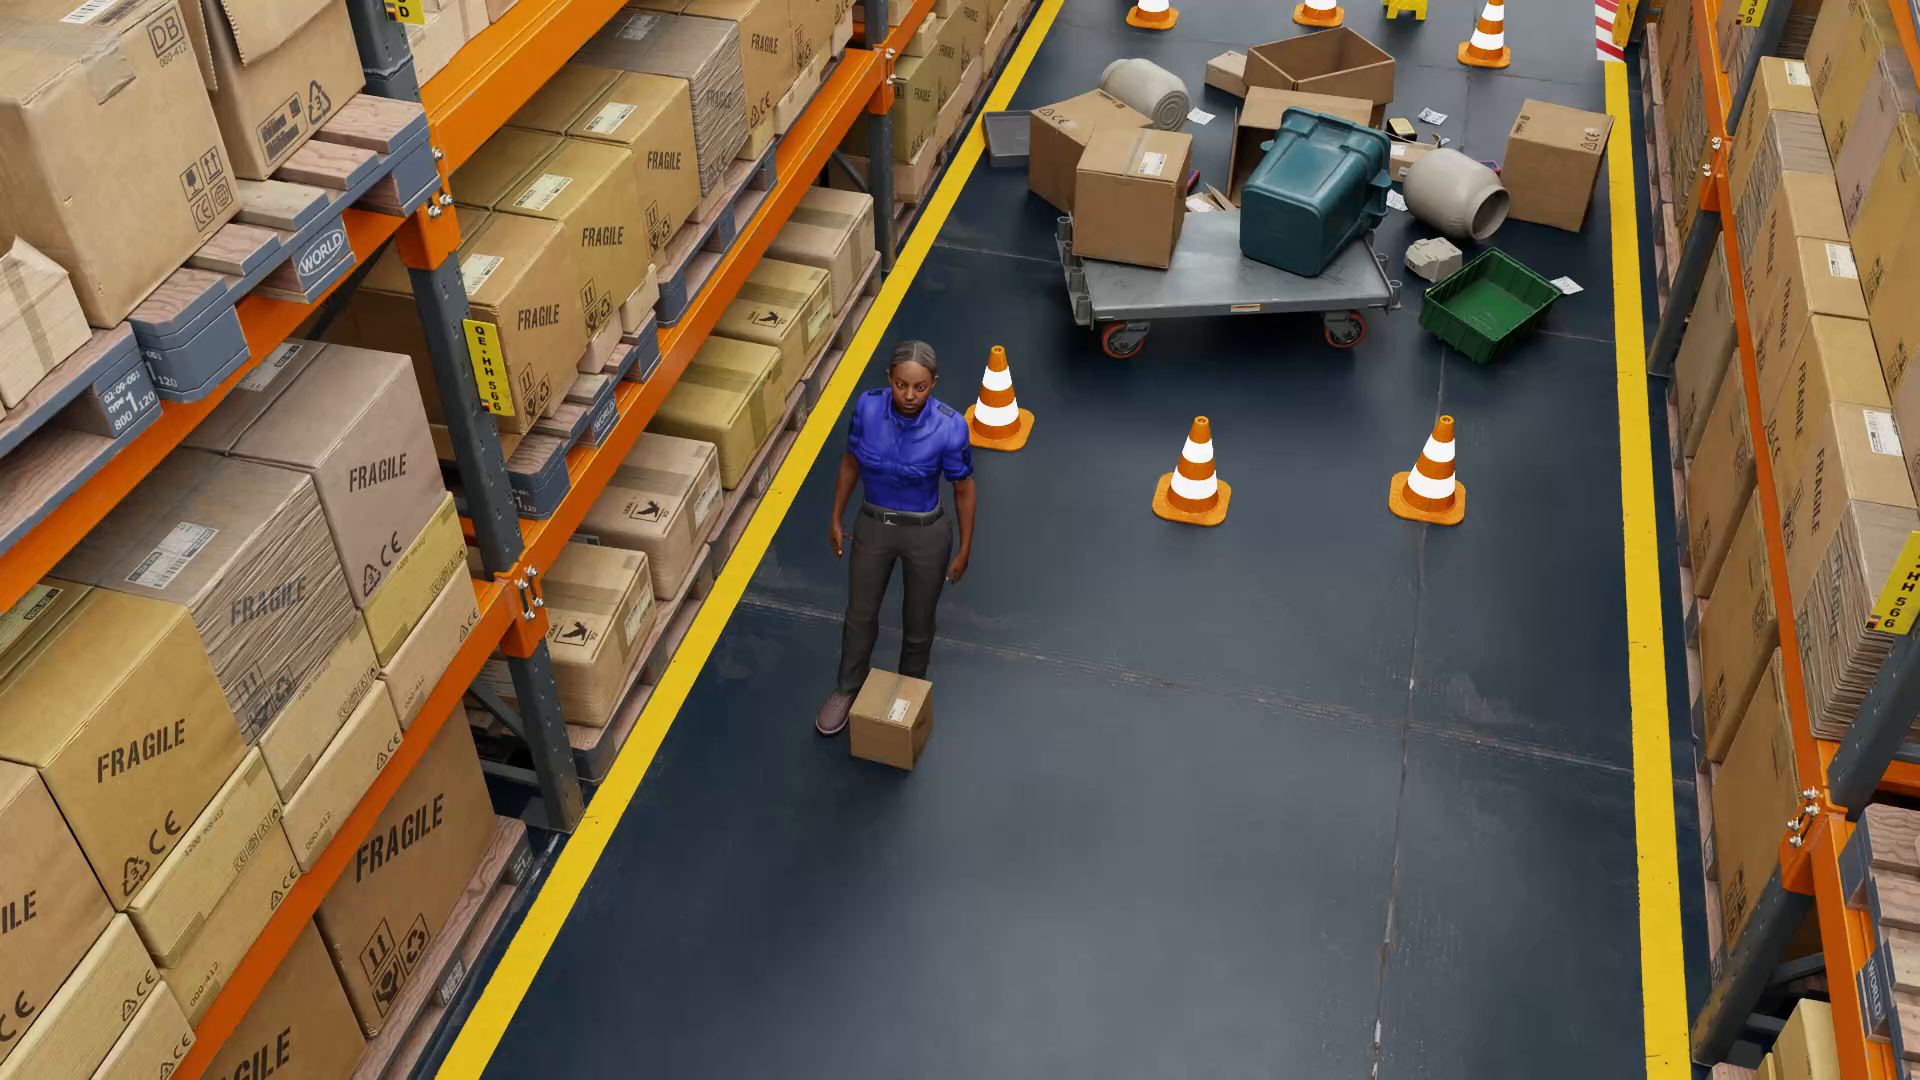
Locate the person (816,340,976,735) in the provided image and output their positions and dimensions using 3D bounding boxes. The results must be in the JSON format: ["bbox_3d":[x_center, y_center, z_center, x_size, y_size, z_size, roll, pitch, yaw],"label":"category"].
[{"bbox_3d":[-0.245,0.031,6.114,0.569,1.656,0.503,10,42,11],"label":"person"}]
